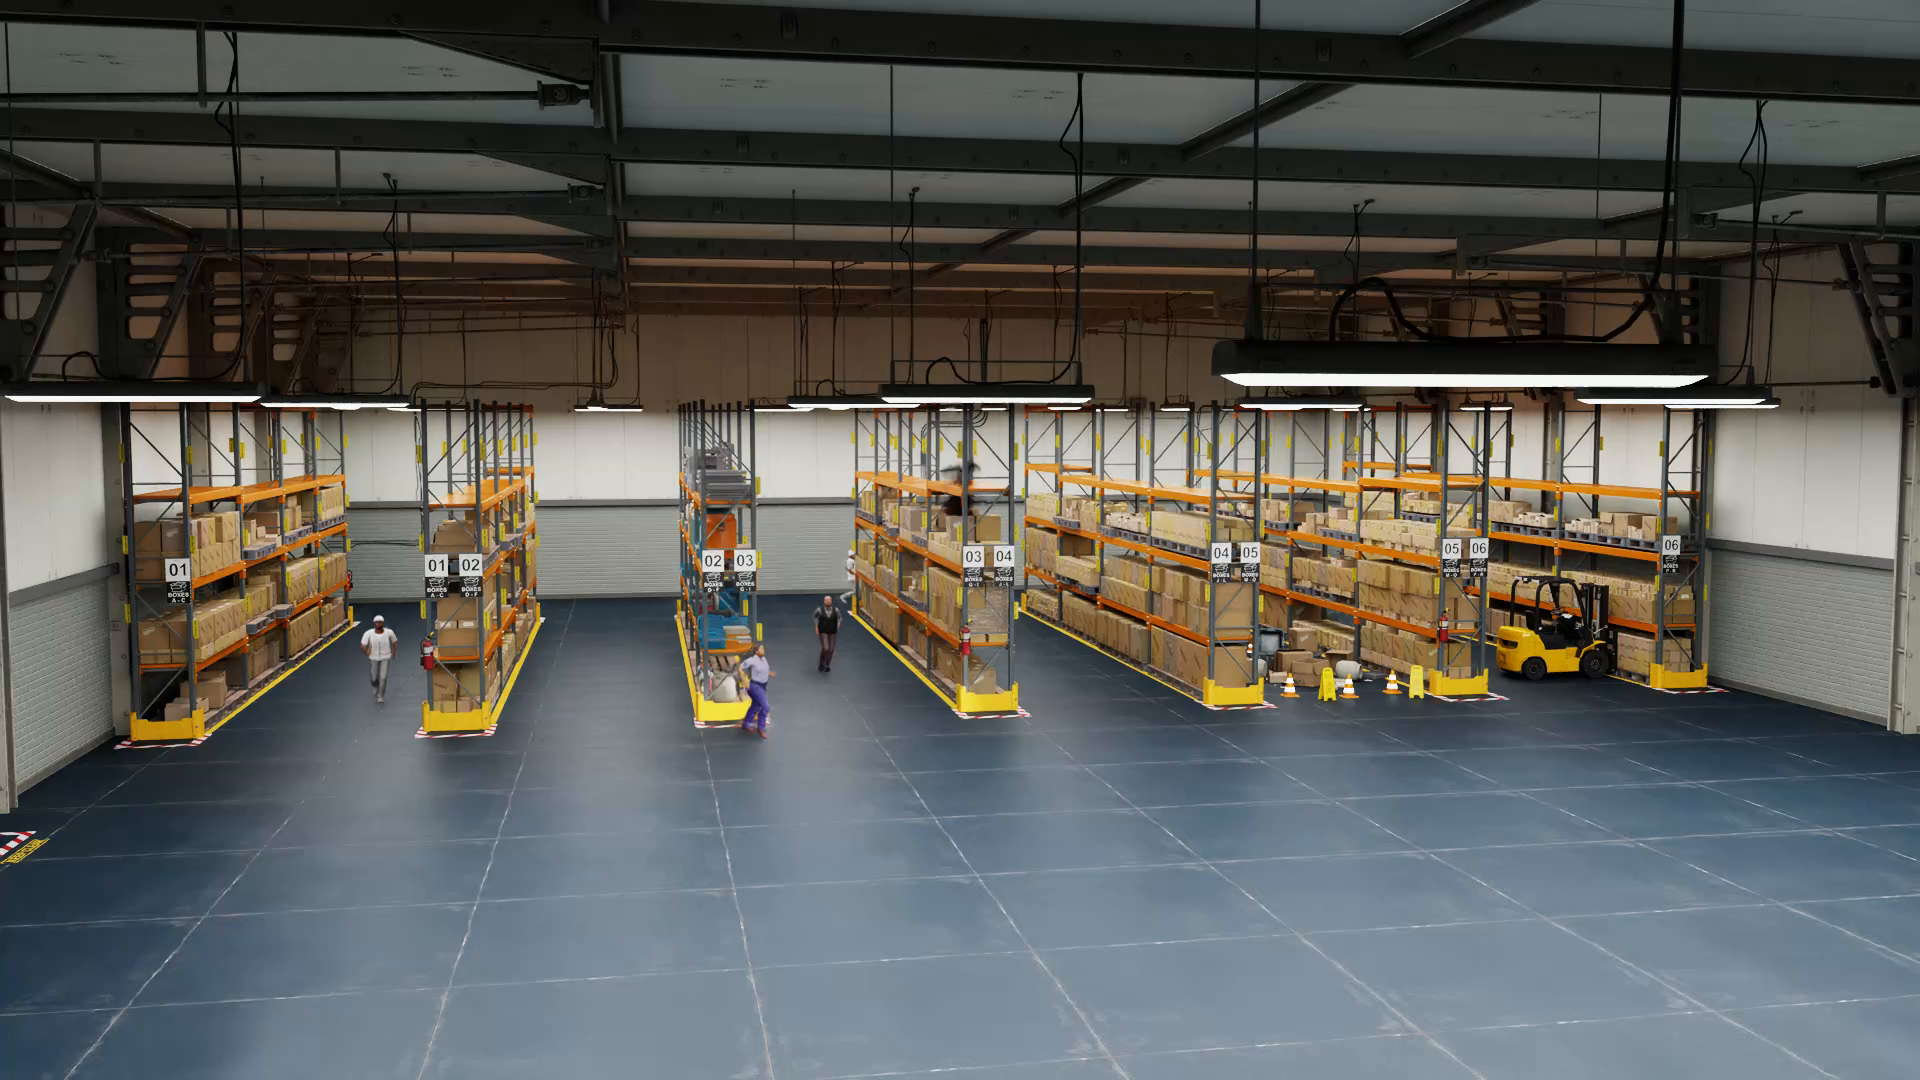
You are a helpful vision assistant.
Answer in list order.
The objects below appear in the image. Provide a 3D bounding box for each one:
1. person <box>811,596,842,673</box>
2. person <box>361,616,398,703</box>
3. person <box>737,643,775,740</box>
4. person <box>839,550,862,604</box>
[{"bbox_3d":[-2.915,2.089,36.855,0.661,1.708,0.677,-2,5,-21],"label":"person"},{"bbox_3d":[-11.566,2.358,33.144,0.704,1.725,0.668,-2,5,-20],"label":"person"},{"bbox_3d":[-3.596,2.678,29.525,0.723,1.702,0.592,2,5,22],"label":"person"},{"bbox_3d":[-3.180,1.160,49.074,0.772,1.744,0.690,0,4,-2],"label":"person"}]
